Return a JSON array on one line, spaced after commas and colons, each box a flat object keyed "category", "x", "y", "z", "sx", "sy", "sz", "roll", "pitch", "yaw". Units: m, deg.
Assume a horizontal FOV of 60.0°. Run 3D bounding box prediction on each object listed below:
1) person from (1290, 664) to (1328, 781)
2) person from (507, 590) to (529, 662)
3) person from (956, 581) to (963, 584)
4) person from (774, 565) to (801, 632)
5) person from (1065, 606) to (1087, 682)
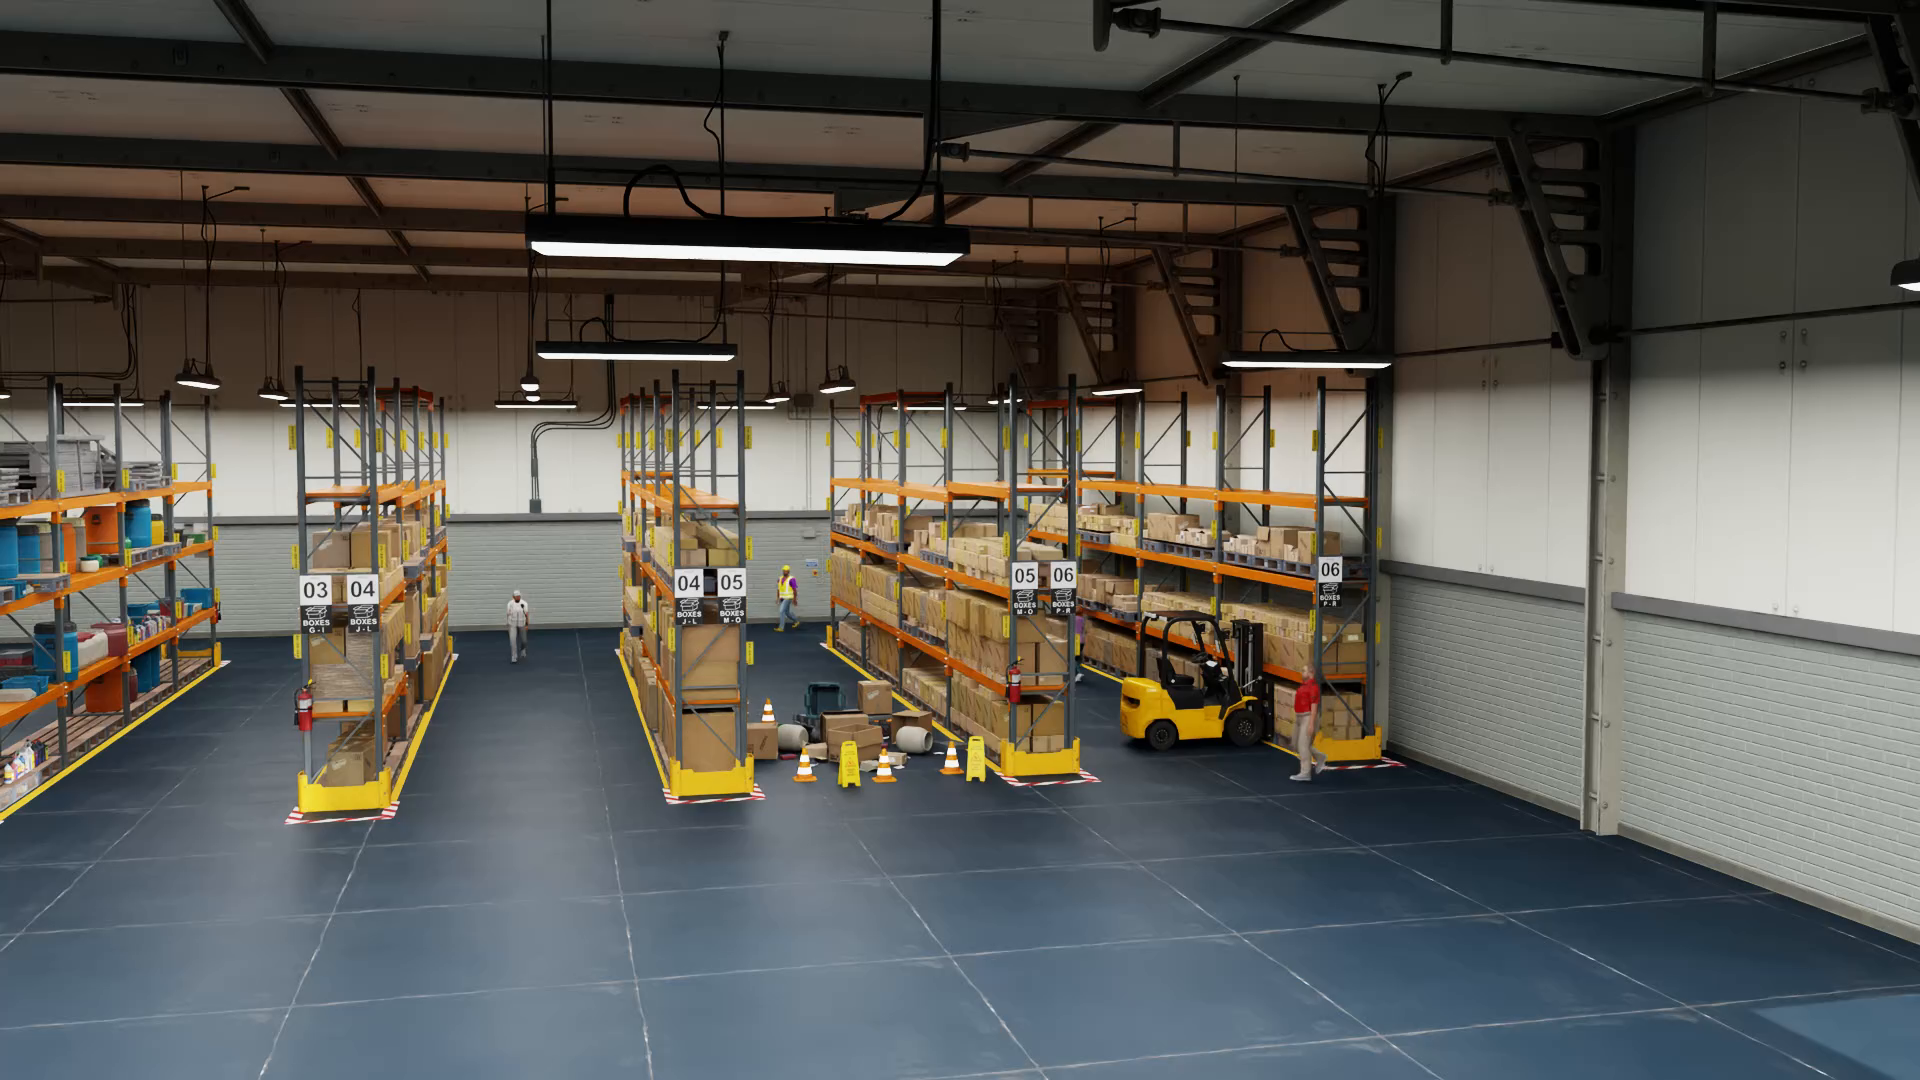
[{"category": "person", "x": 5.164, "y": 2.668, "z": 24.469, "sx": 0.688, "sy": 1.699, "sz": 0.545, "roll": -1, "pitch": 4, "yaw": -15}, {"category": "person", "x": -10.036, "y": 1.929, "z": 37.752, "sx": 0.485, "sy": 1.612, "sz": 0.838, "roll": -1, "pitch": 4, "yaw": -16}, {"category": "person", "x": 0.057, "y": 1.780, "z": 39.225, "sx": 0.481, "sy": 1.763, "sz": 0.587, "roll": 2, "pitch": 4, "yaw": 35}, {"category": "person", "x": -4.546, "y": 1.528, "z": 43.670, "sx": 0.983, "sy": 1.733, "sz": 0.533, "roll": -3, "pitch": 5, "yaw": -42}, {"category": "person", "x": 2.459, "y": 2.168, "z": 34.539, "sx": 0.483, "sy": 1.562, "sz": 0.538, "roll": -2, "pitch": 4, "yaw": -31}]
